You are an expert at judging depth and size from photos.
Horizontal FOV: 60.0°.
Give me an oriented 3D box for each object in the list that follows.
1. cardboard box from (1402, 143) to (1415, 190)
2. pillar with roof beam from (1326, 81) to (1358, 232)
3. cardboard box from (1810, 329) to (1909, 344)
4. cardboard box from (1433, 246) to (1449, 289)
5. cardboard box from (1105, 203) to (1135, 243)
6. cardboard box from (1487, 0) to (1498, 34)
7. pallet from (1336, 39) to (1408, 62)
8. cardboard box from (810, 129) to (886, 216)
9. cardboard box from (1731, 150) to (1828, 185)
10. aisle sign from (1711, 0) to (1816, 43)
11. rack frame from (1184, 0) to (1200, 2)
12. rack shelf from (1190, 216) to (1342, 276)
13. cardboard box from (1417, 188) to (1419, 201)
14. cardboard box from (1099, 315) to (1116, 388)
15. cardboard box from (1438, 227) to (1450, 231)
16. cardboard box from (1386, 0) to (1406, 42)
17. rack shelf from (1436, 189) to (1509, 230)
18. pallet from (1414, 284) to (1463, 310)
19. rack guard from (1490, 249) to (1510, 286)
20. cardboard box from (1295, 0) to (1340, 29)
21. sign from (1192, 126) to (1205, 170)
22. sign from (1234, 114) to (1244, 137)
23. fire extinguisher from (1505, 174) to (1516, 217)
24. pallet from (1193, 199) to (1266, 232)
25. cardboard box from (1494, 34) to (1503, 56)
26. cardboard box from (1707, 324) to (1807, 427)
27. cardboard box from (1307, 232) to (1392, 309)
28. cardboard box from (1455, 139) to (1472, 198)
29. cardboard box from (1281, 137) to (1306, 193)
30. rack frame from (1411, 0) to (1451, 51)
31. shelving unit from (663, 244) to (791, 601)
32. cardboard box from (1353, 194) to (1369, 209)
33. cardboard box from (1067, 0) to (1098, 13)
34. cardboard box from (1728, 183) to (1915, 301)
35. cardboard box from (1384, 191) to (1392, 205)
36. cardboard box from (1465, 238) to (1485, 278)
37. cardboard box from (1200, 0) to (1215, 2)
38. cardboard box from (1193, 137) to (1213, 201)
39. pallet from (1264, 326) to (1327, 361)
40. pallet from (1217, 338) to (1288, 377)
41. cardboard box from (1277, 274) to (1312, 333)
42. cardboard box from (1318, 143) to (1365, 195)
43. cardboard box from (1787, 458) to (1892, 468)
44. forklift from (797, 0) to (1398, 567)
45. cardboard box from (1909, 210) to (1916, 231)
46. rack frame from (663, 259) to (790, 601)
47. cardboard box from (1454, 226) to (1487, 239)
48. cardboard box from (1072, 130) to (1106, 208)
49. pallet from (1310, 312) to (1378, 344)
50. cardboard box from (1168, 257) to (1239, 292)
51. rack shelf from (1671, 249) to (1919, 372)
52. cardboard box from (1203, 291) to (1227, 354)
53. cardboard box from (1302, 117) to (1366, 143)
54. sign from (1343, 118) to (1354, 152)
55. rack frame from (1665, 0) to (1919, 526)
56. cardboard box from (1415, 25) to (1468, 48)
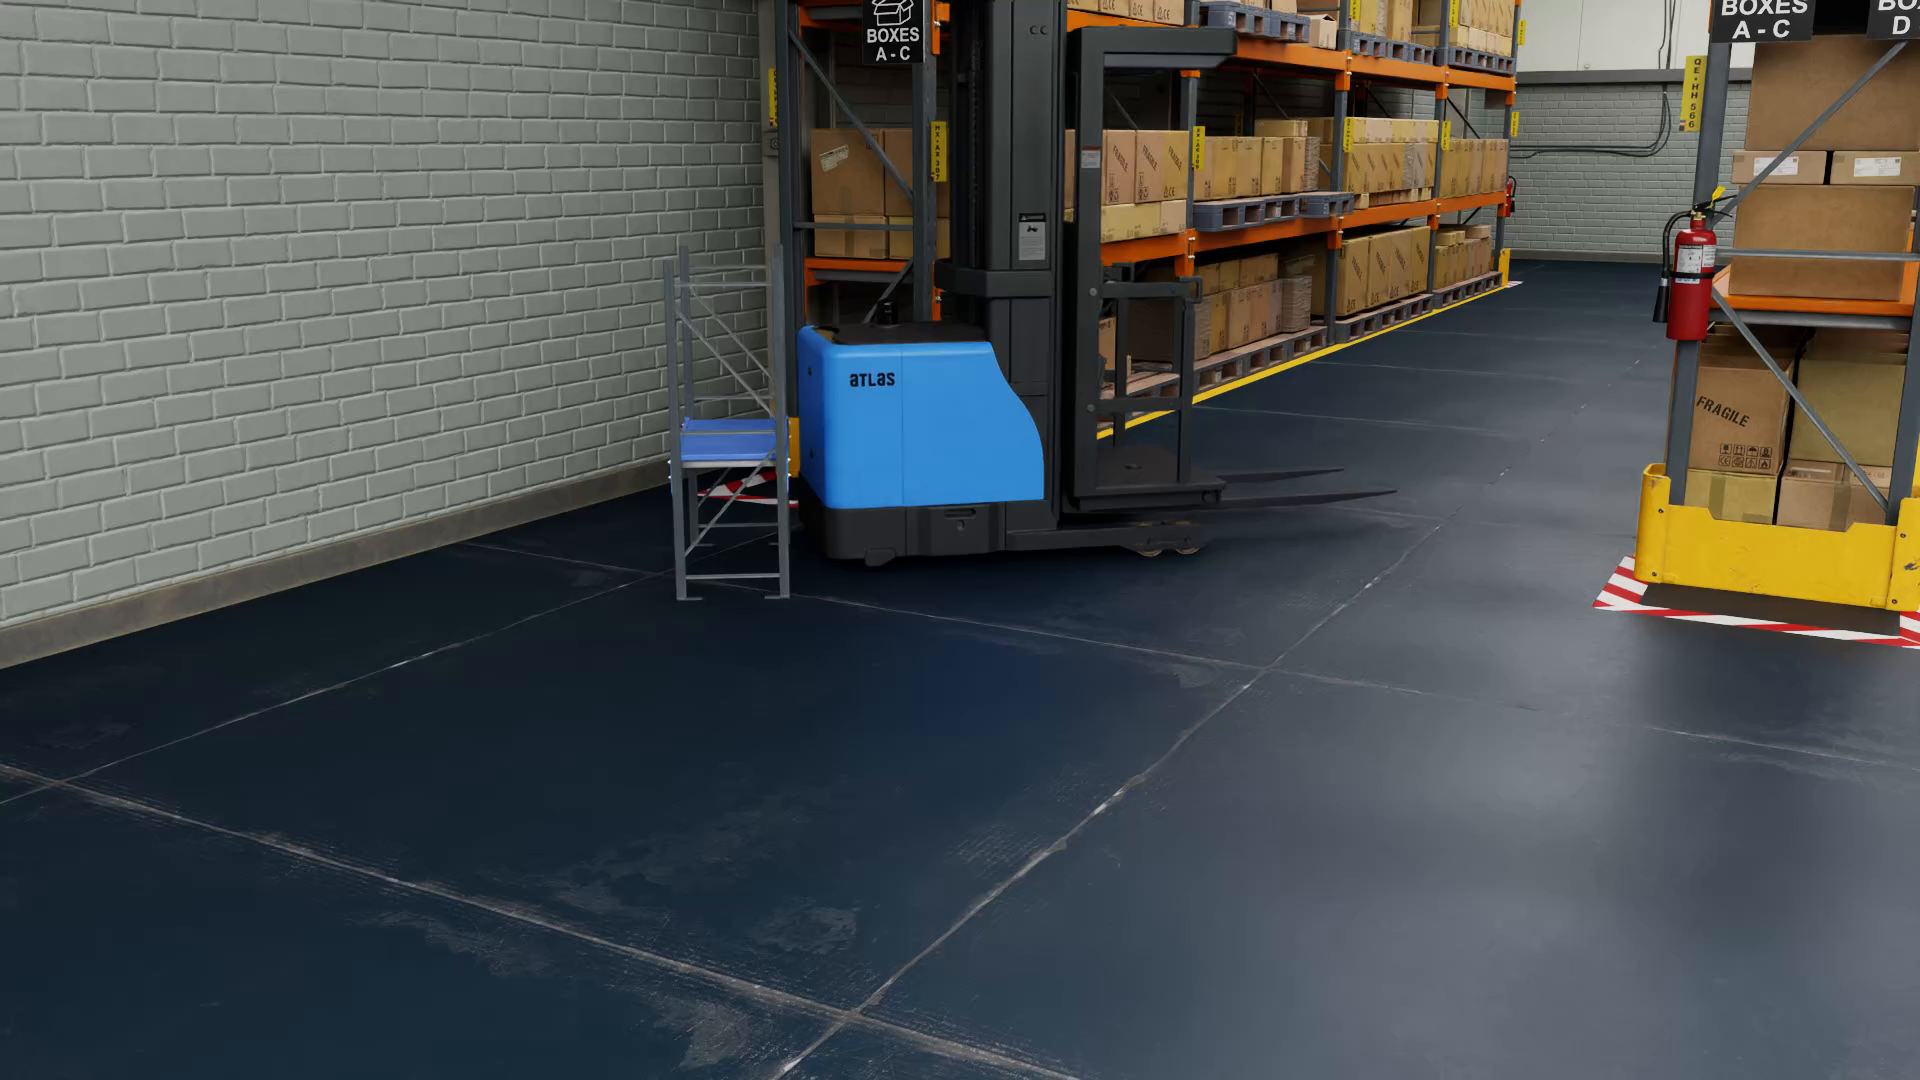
[{"bbox_3d":[4.713,-4.140,18.417,0.500,0.500,0.500,7,15,28],"label":"cardboard box"},{"bbox_3d":[8.553,-6.939,18.115,9.100,9.000,0.400,7,15,28],"label":"pillar with roof beam"},{"bbox_3d":[4.922,-0.870,9.115,0.500,0.500,0.500,7,15,28],"label":"cardboard box"},{"bbox_3d":[5.655,-3.399,20.671,0.700,0.500,0.500,8,16,29],"label":"cardboard box"},{"bbox_3d":[0.895,-2.226,11.646,0.500,0.250,0.500,7,15,28],"label":"cardboard box"},{"bbox_3d":[6.526,-6.701,21.141,0.500,0.500,0.500,7,15,26],"label":"cardboard box"},{"bbox_3d":[4.073,-5.182,17.632,1.003,0.211,1.213,8,16,31],"label":"pallet"},{"bbox_3d":[-0.556,-2.229,10.056,0.500,0.500,0.500,7,15,27],"label":"cardboard box"},{"bbox_3d":[3.759,-1.710,7.629,0.380,0.149,0.250,7,15,27],"label":"cardboard box"},{"bbox_3d":[3.452,-2.530,7.080,0.394,0.787,0.004,7,15,28],"label":"aisle sign"},{"bbox_3d":[1.336,-5.544,12.328,1.000,3.000,0.127,7,15,28],"label":"rack frame"},{"bbox_3d":[2.303,-2.688,14.818,1.077,0.370,4.000,7,15,28],"label":"rack shelf"},{"bbox_3d":[5.022,-3.952,19.021,0.380,0.149,0.250,8,16,30],"label":"cardboard box"},{"bbox_3d":[0.870,-1.409,12.371,0.500,0.500,0.500,6,15,24],"label":"cardboard box"},{"bbox_3d":[6.284,-4.079,22.108,0.380,0.149,0.250,8,16,29],"label":"cardboard box"},{"bbox_3d":[4.470,-5.700,18.223,0.700,0.500,0.500,7,15,27],"label":"cardboard box"},{"bbox_3d":[6.171,-4.329,21.626,1.077,0.370,4.000,7,15,28],"label":"rack shelf"},{"bbox_3d":[5.640,-3.060,20.777,1.003,0.211,1.213,7,15,28],"label":"pallet"},{"bbox_3d":[7.149,-3.879,23.557,1.175,0.500,0.348,7,15,28],"label":"rack guard"},{"bbox_3d":[3.450,-5.273,16.452,0.700,0.500,0.500,6,15,24],"label":"cardboard box"},{"bbox_3d":[1.815,-2.988,12.681,0.100,0.325,0.005,7,15,28],"label":"sign"},{"bbox_3d":[2.783,-4.073,16.558,0.100,0.325,0.005,7,15,28],"label":"sign"},{"bbox_3d":[7.614,-4.849,23.208,0.296,0.674,0.183,7,15,28],"label":"fire extinguisher"},{"bbox_3d":[1.833,-2.674,13.636,1.003,0.211,1.213,7,15,28],"label":"pallet"},{"bbox_3d":[6.765,-6.440,21.657,0.500,0.250,0.500,7,15,26],"label":"cardboard box"},{"bbox_3d":[4.453,-0.931,9.367,0.500,0.500,0.500,7,15,28],"label":"cardboard box"},{"bbox_3d":[4.169,-2.922,17.945,0.750,0.750,0.750,7,15,28],"label":"cardboard box"},{"bbox_3d":[5.838,-4.673,20.877,0.980,0.700,0.700,7,15,27],"label":"cardboard box"},{"bbox_3d":[2.805,-3.495,15.479,0.700,0.500,0.500,6,15,23],"label":"cardboard box"},{"bbox_3d":[5.204,-7.185,19.136,1.000,3.000,0.127,7,15,28],"label":"rack frame"},{"bbox_3d":[-1.063,-0.586,7.763,0.538,1.500,1.048,-1,14,-5],"label":"shelving unit"},{"bbox_3d":[3.964,-3.473,17.031,0.380,0.149,0.250,8,16,30],"label":"cardboard box"},{"bbox_3d":[0.562,-3.689,10.779,0.500,0.500,0.500,8,16,31],"label":"cardboard box"},{"bbox_3d":[3.978,-1.389,7.682,0.700,0.500,0.500,7,15,28],"label":"cardboard box"},{"bbox_3d":[4.497,-3.746,18.165,0.380,0.149,0.250,8,16,30],"label":"cardboard box"},{"bbox_3d":[6.645,-3.821,22.419,0.700,0.500,0.500,7,15,28],"label":"cardboard box"},{"bbox_3d":[1.671,-4.441,13.047,0.500,0.500,0.500,10,17,36],"label":"cardboard box"},{"bbox_3d":[1.612,-2.990,13.385,0.700,0.500,0.500,7,15,28],"label":"cardboard box"},{"bbox_3d":[2.891,-1.932,16.098,1.003,0.211,1.213,7,15,28],"label":"pallet"},{"bbox_3d":[2.300,-1.683,15.064,1.003,0.211,1.213,7,15,28],"label":"pallet"},{"bbox_3d":[2.968,-2.293,16.040,0.700,0.500,0.500,8,16,29],"label":"cardboard box"},{"bbox_3d":[3.729,-3.722,16.680,0.500,0.500,0.500,8,16,30],"label":"cardboard box"},{"bbox_3d":[4.433,-0.301,8.355,0.500,0.250,0.500,7,15,28],"label":"cardboard box"},{"bbox_3d":[0.728,-1.458,8.329,3.031,2.935,1.130,-3,14,-13],"label":"forklift"},{"bbox_3d":[7.415,-2.550,13.245,0.380,0.149,0.250,7,15,28],"label":"cardboard box"},{"bbox_3d":[-1.014,-0.467,7.271,0.500,1.500,0.032,-1,14,-5],"label":"rack frame"},{"bbox_3d":[6.861,-4.139,22.356,0.380,0.149,0.250,8,16,30],"label":"cardboard box"},{"bbox_3d":[0.639,-2.485,11.117,0.500,0.500,0.500,8,16,30],"label":"cardboard box"},{"bbox_3d":[3.717,-2.246,17.398,1.003,0.211,1.213,7,15,28],"label":"pallet"},{"bbox_3d":[2.136,-2.341,14.640,0.500,0.250,0.500,7,15,26],"label":"cardboard box"},{"bbox_3d":[4.708,-1.307,9.089,1.077,0.370,4.000,7,15,28],"label":"rack shelf"},{"bbox_3d":[1.883,-1.891,14.370,0.700,0.500,0.500,7,15,27],"label":"cardboard box"},{"bbox_3d":[3.729,-4.085,16.588,0.500,0.250,0.500,8,16,29],"label":"cardboard box"},{"bbox_3d":[3.750,-3.913,16.062,0.100,0.325,0.005,7,15,28],"label":"sign"},{"bbox_3d":[3.741,-1.246,7.302,1.000,3.000,0.127,7,15,28],"label":"rack frame"},{"bbox_3d":[5.769,-6.019,19.909,0.500,0.250,0.500,7,15,28],"label":"cardboard box"}]
